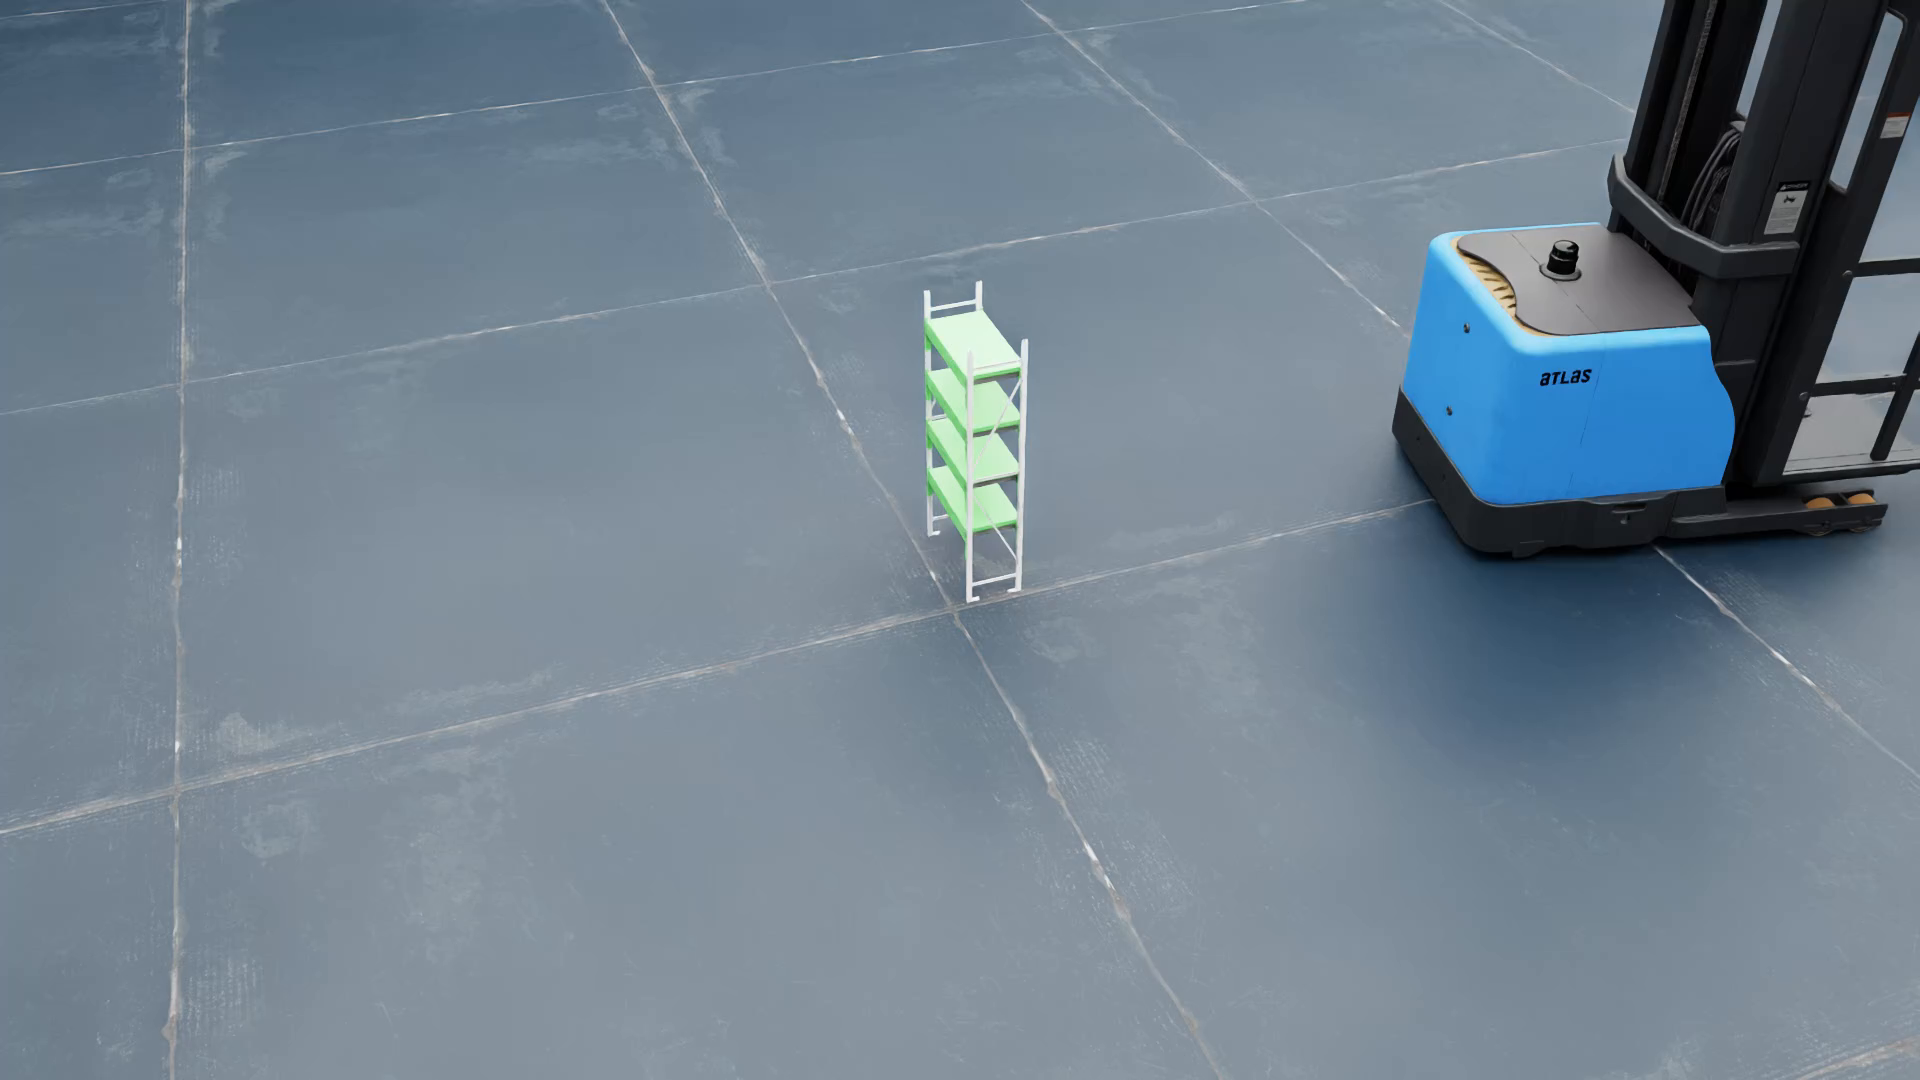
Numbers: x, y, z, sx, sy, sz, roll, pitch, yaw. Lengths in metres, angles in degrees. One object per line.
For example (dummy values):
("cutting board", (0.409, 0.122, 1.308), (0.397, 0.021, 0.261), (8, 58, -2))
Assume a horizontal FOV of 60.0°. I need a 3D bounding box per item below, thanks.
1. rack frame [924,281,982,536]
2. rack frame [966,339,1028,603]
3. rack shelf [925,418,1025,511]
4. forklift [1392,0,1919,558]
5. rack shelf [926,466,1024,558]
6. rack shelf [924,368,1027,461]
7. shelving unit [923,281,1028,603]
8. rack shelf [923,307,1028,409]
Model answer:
("rack frame", (-0.027, -0.524, 6.948), (0.240, 1.200, 0.015), (-12, 39, -16))
("rack frame", (0.141, -0.248, 6.582), (0.240, 1.200, 0.015), (-12, 39, -16))
("rack shelf", (0.057, -0.335, 6.803), (0.258, 0.148, 0.480), (-12, 39, -16))
("forklift", (3.589, -1.500, 6.805), (3.031, 2.935, 1.130), (-5, 37, -7))
("rack shelf", (0.057, -0.143, 6.948), (0.258, 0.148, 0.480), (-12, 39, -16))
("rack shelf", (0.057, -0.526, 6.659), (0.258, 0.148, 0.480), (-12, 39, -16))
("shelving unit", (0.057, -0.386, 6.765), (0.258, 1.200, 0.503), (-12, 39, -16))
("rack shelf", (0.057, -0.718, 6.515), (0.258, 0.148, 0.480), (-12, 39, -16))
